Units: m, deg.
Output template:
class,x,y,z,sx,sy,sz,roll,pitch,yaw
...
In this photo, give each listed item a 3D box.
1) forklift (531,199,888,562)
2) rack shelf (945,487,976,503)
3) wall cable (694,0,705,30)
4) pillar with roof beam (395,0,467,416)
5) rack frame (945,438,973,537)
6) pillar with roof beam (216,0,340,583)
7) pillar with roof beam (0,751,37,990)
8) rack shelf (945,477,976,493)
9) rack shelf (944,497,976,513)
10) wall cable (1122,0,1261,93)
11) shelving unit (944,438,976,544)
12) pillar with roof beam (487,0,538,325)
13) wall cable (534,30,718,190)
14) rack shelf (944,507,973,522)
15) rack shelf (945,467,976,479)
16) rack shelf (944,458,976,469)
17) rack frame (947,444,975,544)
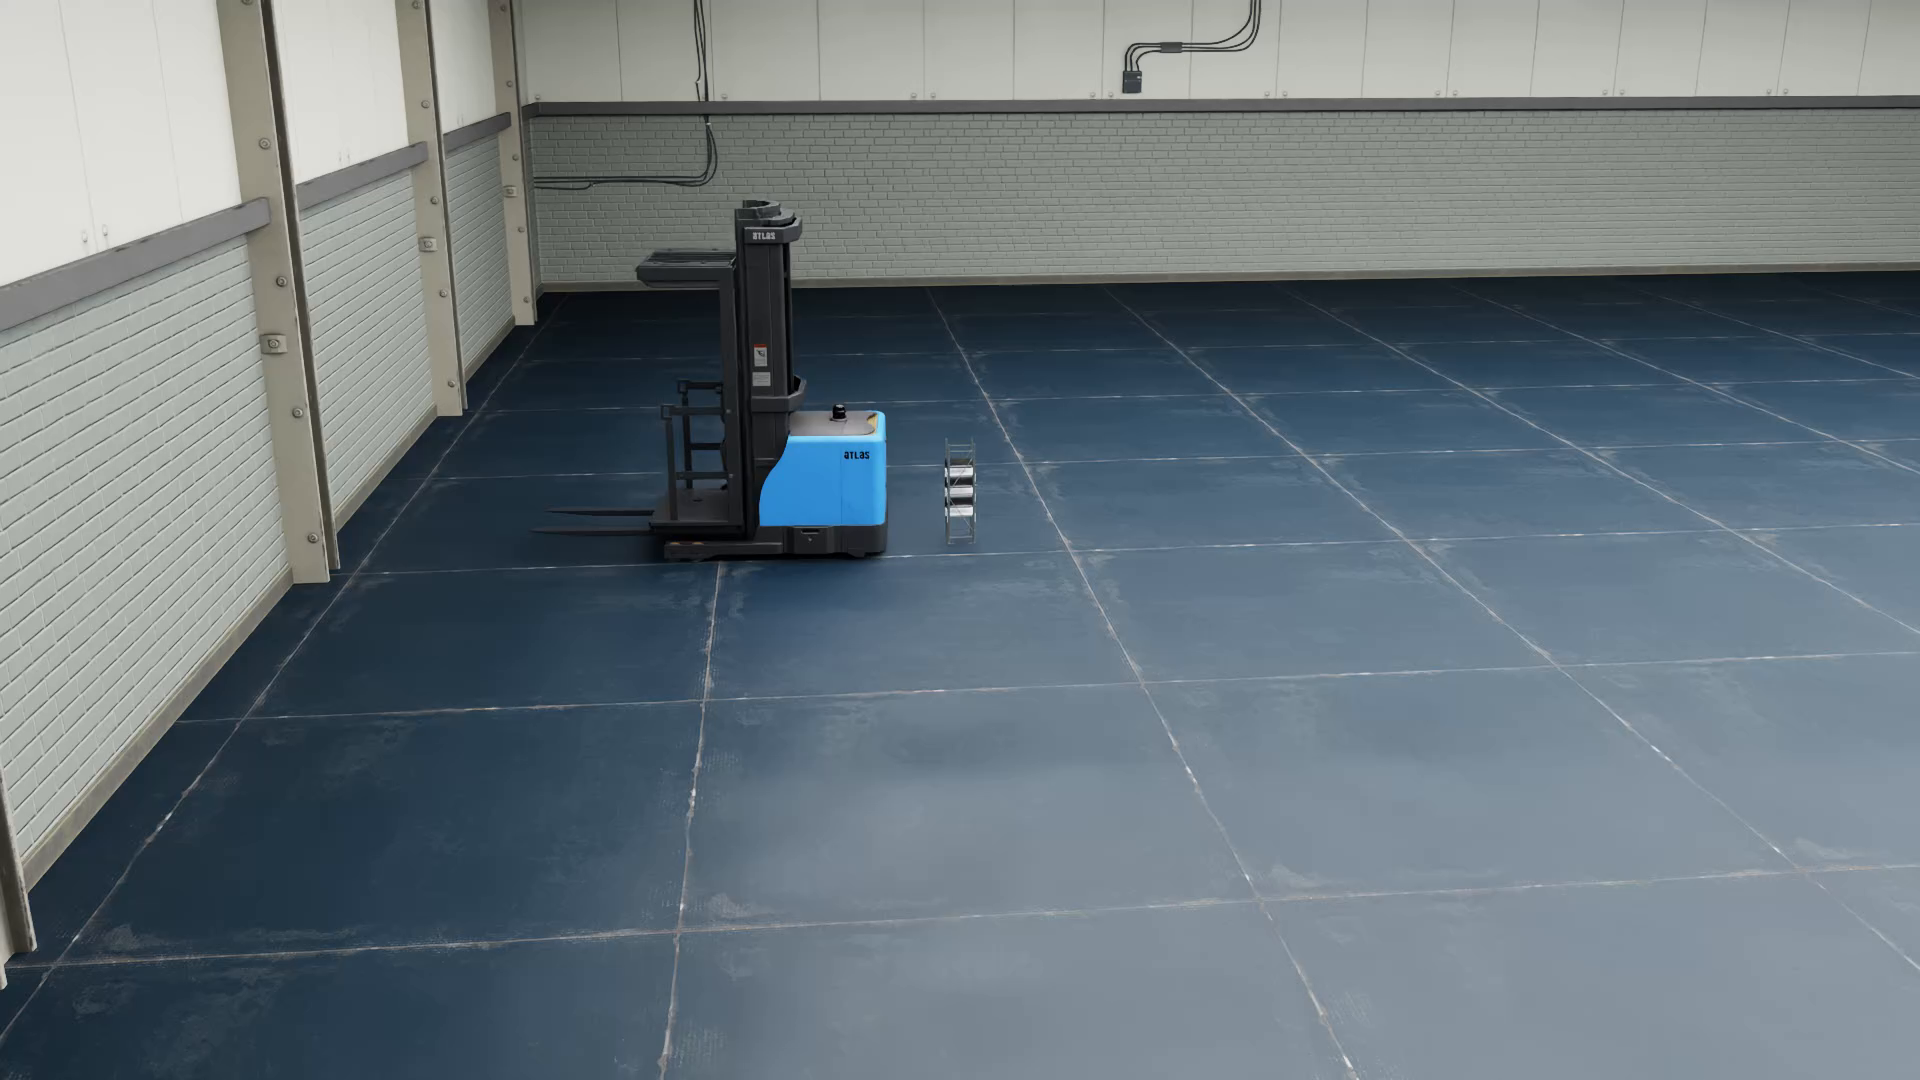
class,x,y,z,sx,sy,sz,roll,pitch,yaw
forklift,-2.154,-1.372,14.154,3.031,2.935,1.130,0,17,-1
rack shelf,0.001,-0.395,14.545,0.258,0.077,0.200,-2,18,-6
wall cable,-2.868,-9.508,26.692,3.097,2.526,0.112,-2,18,-6
pillar with roof beam,-1.670,-5.923,18.521,9.100,9.000,0.400,-2,18,-6
rack frame,-0.010,-0.457,14.631,0.240,0.900,0.006,-2,18,-6
pillar with roof beam,-1.051,-4.136,12.827,9.100,9.000,0.400,-2,18,-6
pillar with roof beam,-0.432,-2.348,7.133,9.100,9.000,0.400,-2,18,-6
rack shelf,0.001,-0.481,14.518,0.258,0.077,0.200,-2,18,-6
rack shelf,0.001,-0.309,14.572,0.258,0.077,0.200,-2,18,-6
wall cable,3.885,-10.408,27.127,2.305,6.003,0.169,-2,18,-6
shelving unit,0.001,-0.427,14.535,0.258,0.900,0.210,-2,18,-6
pillar with roof beam,-2.288,-7.711,24.215,9.100,9.000,0.400,-2,18,-6
wall cable,-5.559,-7.015,27.182,3.097,2.526,0.112,-2,18,-6
rack shelf,0.001,-0.223,14.598,0.258,0.077,0.200,-2,18,-6
rack shelf,0.001,-0.567,14.491,0.258,0.077,0.200,-2,18,-6
rack shelf,0.001,-0.653,14.464,0.258,0.077,0.200,-2,18,-6
rack frame,0.011,-0.397,14.438,0.240,0.900,0.006,-2,18,-6
